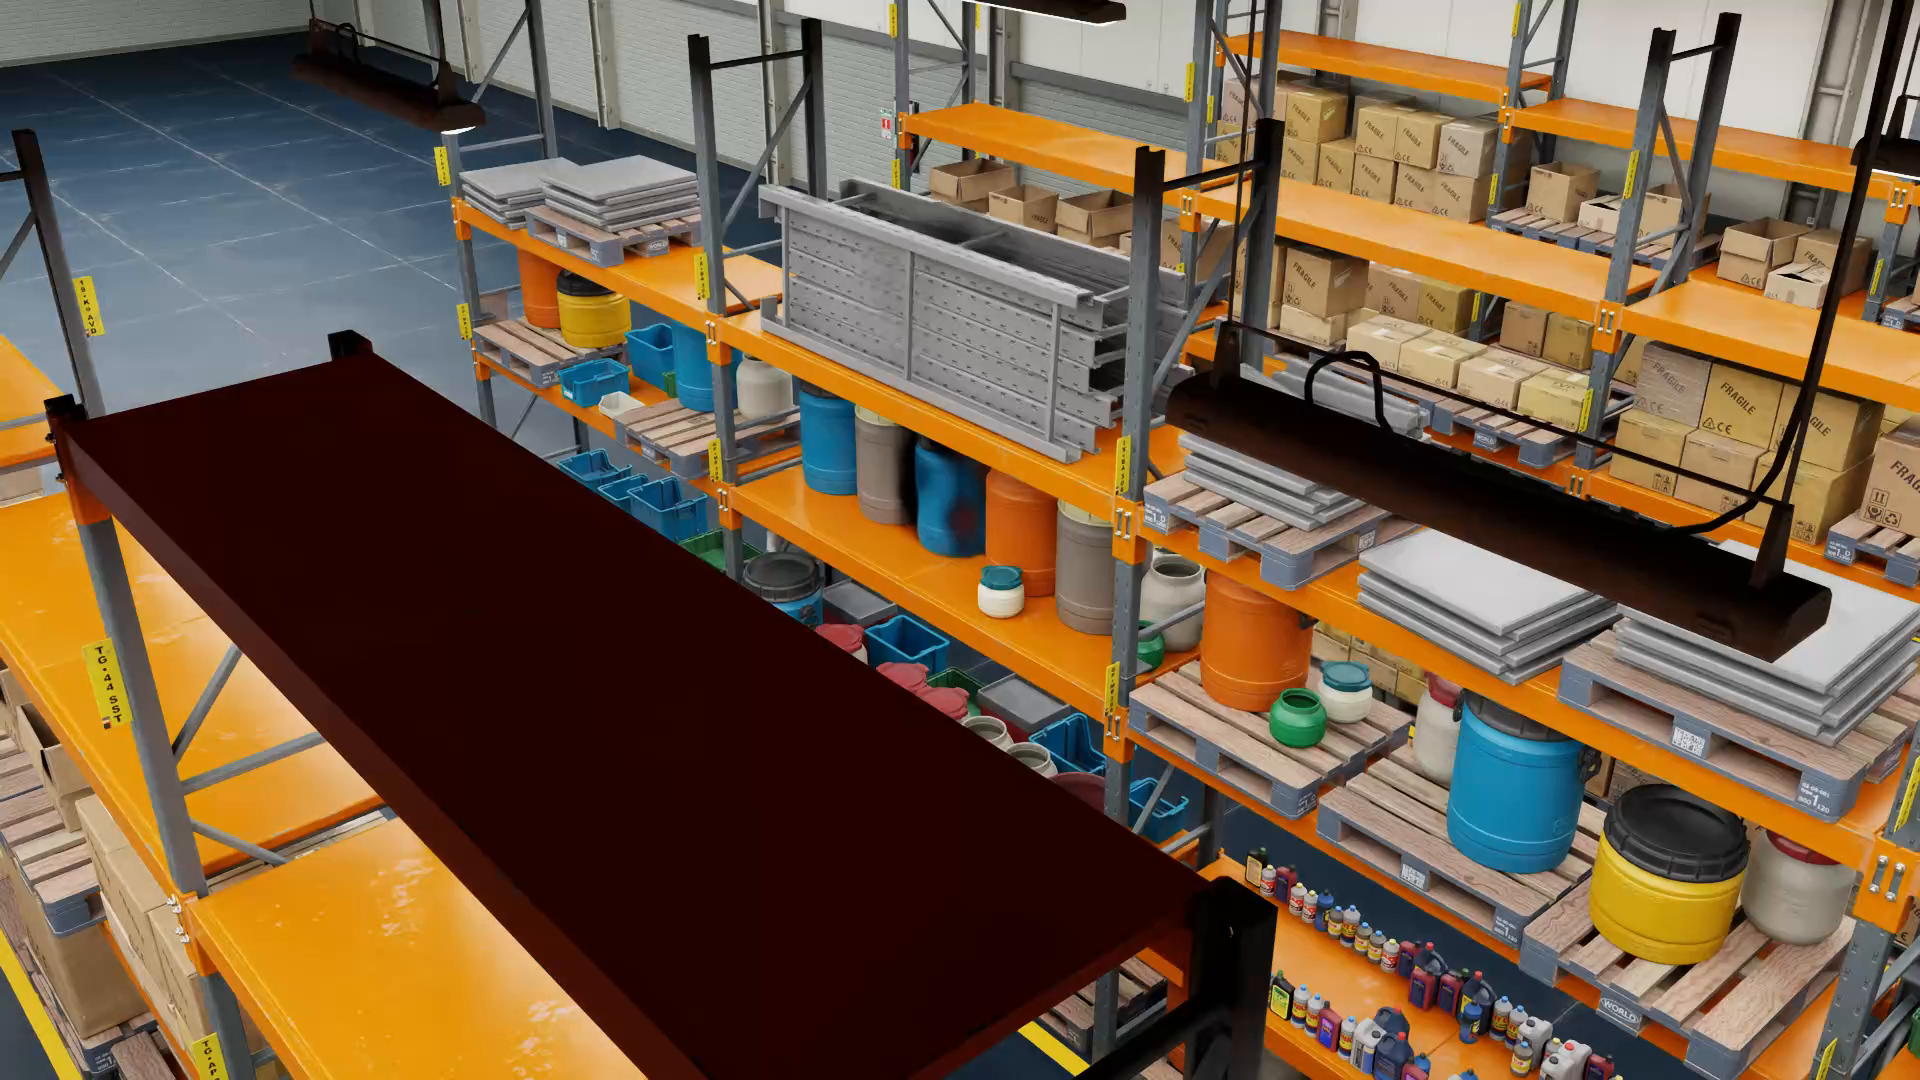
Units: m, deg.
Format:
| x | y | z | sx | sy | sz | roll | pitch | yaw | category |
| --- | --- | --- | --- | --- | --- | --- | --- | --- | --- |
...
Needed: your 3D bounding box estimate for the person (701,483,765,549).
| x | y | z | sx | sy | sz | roll | pitch | yaw | category |
| --- | --- | --- | --- | --- | --- | --- | --- | --- | --- |
| -2.371 | -0.626 | 16.927 | 0.764 | 1.746 | 0.560 | 12 | 29 | 21 | person |
